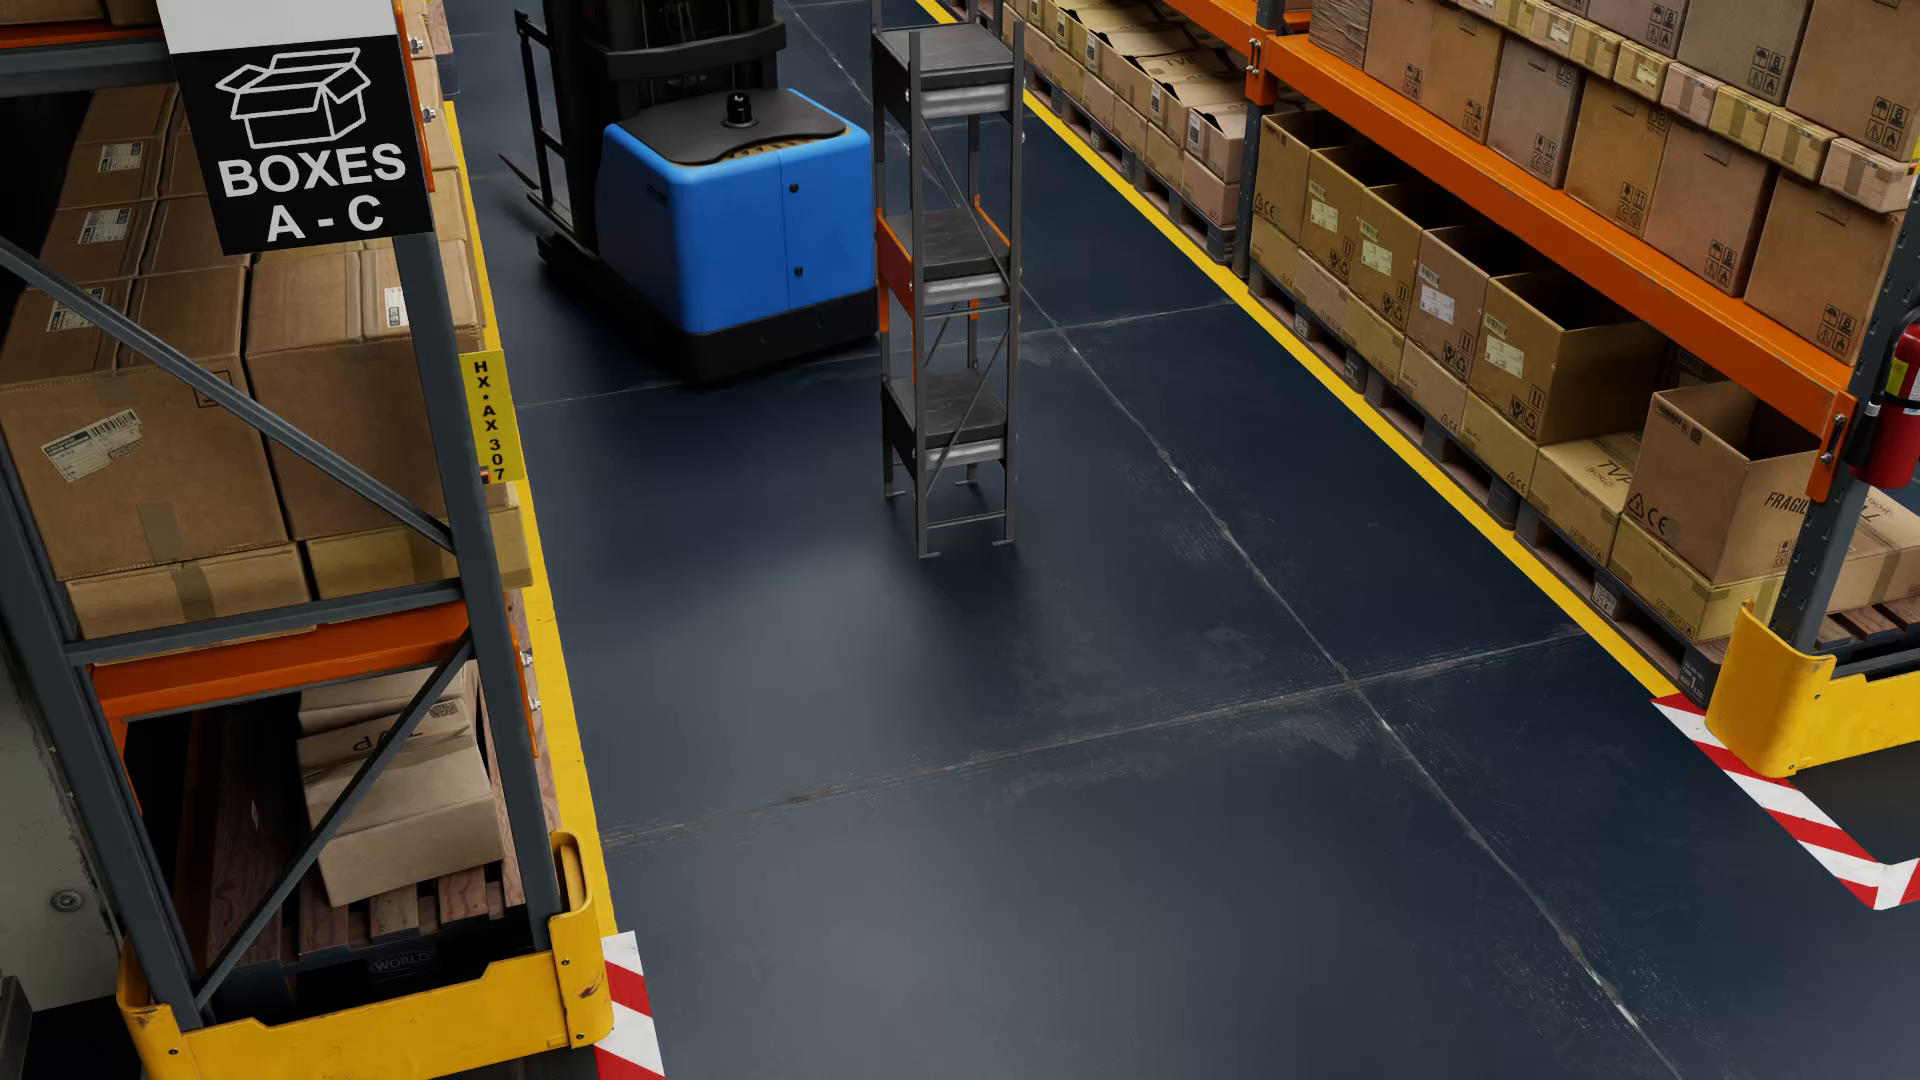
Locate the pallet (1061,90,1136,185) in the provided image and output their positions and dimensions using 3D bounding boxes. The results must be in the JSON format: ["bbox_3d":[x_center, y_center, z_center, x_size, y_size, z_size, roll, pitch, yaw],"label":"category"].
[{"bbox_3d":[1.314,-2.607,10.504,1.003,0.211,1.213,-10,35,-15],"label":"pallet"}]

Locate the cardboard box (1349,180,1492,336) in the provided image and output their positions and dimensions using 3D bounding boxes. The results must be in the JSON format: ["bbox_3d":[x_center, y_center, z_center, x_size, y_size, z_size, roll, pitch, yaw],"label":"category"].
[{"bbox_3d":[2.100,-1.268,7.382,0.500,0.500,0.500,-10,35,-15],"label":"cardboard box"}]

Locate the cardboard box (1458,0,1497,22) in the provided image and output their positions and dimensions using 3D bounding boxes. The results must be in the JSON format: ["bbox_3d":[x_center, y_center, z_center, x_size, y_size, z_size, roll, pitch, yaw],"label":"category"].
[{"bbox_3d":[2.246,-2.211,6.697,0.380,0.149,0.250,-11,35,-16],"label":"cardboard box"}]

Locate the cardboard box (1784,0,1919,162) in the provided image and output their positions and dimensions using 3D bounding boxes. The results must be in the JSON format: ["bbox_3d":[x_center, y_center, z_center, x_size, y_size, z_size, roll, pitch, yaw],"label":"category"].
[{"bbox_3d":[3.025,-1.506,5.041,0.700,0.500,0.500,-10,35,-15],"label":"cardboard box"}]

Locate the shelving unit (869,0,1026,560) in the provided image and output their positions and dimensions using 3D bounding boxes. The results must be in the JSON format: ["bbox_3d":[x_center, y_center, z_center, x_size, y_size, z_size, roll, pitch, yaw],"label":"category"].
[{"bbox_3d":[-0.050,-0.963,6.303,0.431,2.100,0.503,-10,35,-15],"label":"shelving unit"}]

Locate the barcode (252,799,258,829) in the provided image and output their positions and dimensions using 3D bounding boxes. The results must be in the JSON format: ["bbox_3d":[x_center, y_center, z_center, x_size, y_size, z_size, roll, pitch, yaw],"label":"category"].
[{"bbox_3d":[-2.057,0.800,4.850,0.001,0.075,0.075,-10,35,-15],"label":"barcode"}]

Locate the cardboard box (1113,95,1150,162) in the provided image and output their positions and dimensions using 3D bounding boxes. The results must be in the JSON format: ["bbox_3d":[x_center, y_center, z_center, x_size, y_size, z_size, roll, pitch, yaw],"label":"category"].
[{"bbox_3d":[1.240,-2.480,9.895,0.500,0.250,0.500,-9,35,-14],"label":"cardboard box"}]

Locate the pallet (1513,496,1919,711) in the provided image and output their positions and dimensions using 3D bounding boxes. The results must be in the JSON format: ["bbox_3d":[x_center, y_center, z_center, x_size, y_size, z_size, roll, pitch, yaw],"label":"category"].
[{"bbox_3d":[2.898,0.120,6.376,1.003,0.211,1.213,-10,35,-15],"label":"pallet"}]

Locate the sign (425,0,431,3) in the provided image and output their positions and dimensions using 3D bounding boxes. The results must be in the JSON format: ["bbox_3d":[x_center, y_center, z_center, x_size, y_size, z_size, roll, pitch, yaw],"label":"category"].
[{"bbox_3d":[-2.251,-2.370,6.831,0.100,0.325,0.005,-10,35,-15],"label":"sign"}]

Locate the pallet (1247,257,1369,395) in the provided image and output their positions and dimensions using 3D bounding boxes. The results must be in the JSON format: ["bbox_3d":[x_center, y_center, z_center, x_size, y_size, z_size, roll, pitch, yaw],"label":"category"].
[{"bbox_3d":[2.154,-1.161,8.315,1.003,0.211,1.213,-10,35,-15],"label":"pallet"}]

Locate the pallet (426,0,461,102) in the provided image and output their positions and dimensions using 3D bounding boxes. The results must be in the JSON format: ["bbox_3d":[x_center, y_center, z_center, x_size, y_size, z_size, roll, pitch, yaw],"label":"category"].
[{"bbox_3d":[-2.860,-2.259,7.622,1.003,0.211,1.213,-10,35,-15],"label":"pallet"}]

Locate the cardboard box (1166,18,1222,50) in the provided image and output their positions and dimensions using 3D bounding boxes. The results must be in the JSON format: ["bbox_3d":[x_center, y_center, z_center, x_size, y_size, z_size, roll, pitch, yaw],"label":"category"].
[{"bbox_3d":[1.592,-3.076,10.289,0.500,0.311,0.500,-9,35,-13],"label":"cardboard box"}]

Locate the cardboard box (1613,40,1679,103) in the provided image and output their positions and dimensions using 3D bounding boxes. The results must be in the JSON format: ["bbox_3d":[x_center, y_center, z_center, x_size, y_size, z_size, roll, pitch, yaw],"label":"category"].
[{"bbox_3d":[2.559,-1.671,5.879,0.380,0.149,0.250,-9,34,-13],"label":"cardboard box"}]

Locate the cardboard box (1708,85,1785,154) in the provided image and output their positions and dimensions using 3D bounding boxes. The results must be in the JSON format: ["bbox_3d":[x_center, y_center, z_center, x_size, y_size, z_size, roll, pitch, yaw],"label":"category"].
[{"bbox_3d":[2.714,-1.401,5.470,0.380,0.149,0.250,-11,35,-15],"label":"cardboard box"}]

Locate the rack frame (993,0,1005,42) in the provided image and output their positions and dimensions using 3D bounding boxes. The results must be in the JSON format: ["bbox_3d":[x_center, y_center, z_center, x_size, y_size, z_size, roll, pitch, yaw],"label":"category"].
[{"bbox_3d":[0.731,-4.849,11.367,1.000,3.000,0.127,-10,35,-15],"label":"rack frame"}]

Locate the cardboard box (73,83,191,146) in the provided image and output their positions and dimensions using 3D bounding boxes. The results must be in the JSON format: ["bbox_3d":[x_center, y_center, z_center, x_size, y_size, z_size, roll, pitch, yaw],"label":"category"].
[{"bbox_3d":[-2.351,-1.085,5.109,0.500,0.500,0.500,-10,35,-14],"label":"cardboard box"}]

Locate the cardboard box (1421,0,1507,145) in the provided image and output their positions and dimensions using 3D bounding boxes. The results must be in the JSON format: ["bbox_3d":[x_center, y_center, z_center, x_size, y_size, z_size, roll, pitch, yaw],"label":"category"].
[{"bbox_3d":[2.409,-2.018,6.993,0.700,0.500,0.500,-10,35,-14],"label":"cardboard box"}]

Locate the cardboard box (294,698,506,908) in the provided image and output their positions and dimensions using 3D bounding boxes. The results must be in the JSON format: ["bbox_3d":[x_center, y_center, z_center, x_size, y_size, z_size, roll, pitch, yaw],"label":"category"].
[{"bbox_3d":[-1.670,0.746,4.939,0.500,0.311,0.500,-14,36,-20],"label":"cardboard box"}]

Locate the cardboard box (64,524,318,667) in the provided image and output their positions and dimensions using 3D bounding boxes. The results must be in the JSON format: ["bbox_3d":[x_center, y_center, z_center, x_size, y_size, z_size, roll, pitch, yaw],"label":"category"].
[{"bbox_3d":[-1.872,0.028,4.105,0.500,0.250,0.500,-10,35,-14],"label":"cardboard box"}]

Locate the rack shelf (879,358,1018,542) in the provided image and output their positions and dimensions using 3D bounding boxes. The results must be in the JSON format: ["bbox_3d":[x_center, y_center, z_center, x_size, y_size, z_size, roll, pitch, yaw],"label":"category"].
[{"bbox_3d":[-0.050,-0.368,6.696,0.431,0.518,0.480,-10,35,-15],"label":"rack shelf"}]

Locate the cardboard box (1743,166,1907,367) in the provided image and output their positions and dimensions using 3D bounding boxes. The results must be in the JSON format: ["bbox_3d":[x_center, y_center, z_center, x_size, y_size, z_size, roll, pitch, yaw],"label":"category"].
[{"bbox_3d":[3.041,-0.937,5.357,0.700,0.500,0.500,-10,35,-15],"label":"cardboard box"}]

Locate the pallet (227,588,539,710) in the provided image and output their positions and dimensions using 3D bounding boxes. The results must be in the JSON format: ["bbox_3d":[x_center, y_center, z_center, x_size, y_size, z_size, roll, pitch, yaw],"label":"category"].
[{"bbox_3d":[-2.151,0.238,6.198,1.003,0.211,1.213,-10,35,-15],"label":"pallet"}]

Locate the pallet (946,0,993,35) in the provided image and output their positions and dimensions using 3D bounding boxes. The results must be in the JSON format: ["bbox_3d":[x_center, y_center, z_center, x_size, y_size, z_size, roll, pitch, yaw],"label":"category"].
[{"bbox_3d":[0.540,-4.084,12.738,1.003,0.211,1.213,-10,35,-15],"label":"pallet"}]

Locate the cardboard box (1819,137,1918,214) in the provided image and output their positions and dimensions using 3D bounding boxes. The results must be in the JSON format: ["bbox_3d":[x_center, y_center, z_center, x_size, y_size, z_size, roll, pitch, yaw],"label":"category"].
[{"bbox_3d":[2.874,-1.129,5.059,0.380,0.149,0.250,-11,35,-16],"label":"cardboard box"}]

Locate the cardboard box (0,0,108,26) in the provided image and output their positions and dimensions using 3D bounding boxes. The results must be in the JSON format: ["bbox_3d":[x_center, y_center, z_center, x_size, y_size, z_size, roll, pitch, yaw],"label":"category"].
[{"bbox_3d":[-1.913,-1.291,3.154,0.500,0.500,0.500,-8,34,-11],"label":"cardboard box"}]

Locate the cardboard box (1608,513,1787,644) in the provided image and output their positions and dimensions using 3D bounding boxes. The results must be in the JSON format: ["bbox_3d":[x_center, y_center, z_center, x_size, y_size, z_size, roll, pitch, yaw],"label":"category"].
[{"bbox_3d":[2.727,0.092,6.004,0.500,0.250,0.500,-10,35,-15],"label":"cardboard box"}]

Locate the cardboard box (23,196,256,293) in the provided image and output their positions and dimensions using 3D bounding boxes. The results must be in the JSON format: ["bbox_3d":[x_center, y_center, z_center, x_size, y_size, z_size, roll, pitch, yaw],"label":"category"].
[{"bbox_3d":[-2.035,-0.550,4.299,0.500,0.500,0.500,-10,35,-14],"label":"cardboard box"}]

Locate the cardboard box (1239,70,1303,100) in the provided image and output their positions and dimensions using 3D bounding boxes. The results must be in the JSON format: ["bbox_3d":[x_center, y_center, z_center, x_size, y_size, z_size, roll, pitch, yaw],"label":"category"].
[{"bbox_3d":[1.915,-2.533,9.467,0.500,0.311,0.500,-10,35,-15],"label":"cardboard box"}]

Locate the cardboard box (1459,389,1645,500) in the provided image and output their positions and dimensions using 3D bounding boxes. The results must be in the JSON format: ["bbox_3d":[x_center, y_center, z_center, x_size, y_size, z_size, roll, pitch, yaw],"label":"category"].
[{"bbox_3d":[2.408,-0.431,6.795,0.500,0.250,0.500,-10,35,-15],"label":"cardboard box"}]

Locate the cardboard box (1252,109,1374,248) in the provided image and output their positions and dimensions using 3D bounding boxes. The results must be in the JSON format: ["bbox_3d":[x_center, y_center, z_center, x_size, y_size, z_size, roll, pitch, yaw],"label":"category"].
[{"bbox_3d":[1.795,-1.793,8.176,0.500,0.500,0.500,-10,35,-15],"label":"cardboard box"}]

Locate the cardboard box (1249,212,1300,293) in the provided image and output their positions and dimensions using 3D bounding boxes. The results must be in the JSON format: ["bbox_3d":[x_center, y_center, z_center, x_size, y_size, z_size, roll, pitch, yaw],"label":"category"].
[{"bbox_3d":[1.804,-1.482,8.385,0.500,0.250,0.500,-10,35,-15],"label":"cardboard box"}]

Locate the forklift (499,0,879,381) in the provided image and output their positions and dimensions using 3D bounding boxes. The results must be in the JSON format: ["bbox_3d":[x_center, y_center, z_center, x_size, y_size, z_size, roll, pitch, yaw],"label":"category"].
[{"bbox_3d":[-1.620,-2.737,8.233,1.130,2.935,3.031,-20,38,-27],"label":"forklift"}]

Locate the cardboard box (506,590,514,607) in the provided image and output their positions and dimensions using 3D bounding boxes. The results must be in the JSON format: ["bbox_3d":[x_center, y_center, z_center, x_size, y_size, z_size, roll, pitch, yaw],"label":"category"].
[{"bbox_3d":[-2.020,-0.025,5.936,0.700,0.500,0.500,-12,35,-18],"label":"cardboard box"}]

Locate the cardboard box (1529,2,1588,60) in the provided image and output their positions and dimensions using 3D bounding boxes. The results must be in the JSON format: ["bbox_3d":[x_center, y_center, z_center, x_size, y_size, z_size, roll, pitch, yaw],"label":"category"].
[{"bbox_3d":[2.398,-1.943,6.291,0.380,0.149,0.250,-10,35,-15],"label":"cardboard box"}]

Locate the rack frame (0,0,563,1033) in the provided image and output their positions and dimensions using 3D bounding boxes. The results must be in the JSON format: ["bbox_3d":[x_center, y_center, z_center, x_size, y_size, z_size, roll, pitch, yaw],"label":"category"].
[{"bbox_3d":[-1.545,0.187,3.747,1.000,3.000,0.127,-10,35,-15],"label":"rack frame"}]

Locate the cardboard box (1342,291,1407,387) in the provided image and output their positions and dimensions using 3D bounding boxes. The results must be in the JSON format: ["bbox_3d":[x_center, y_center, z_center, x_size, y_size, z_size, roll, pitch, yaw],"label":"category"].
[{"bbox_3d":[2.099,-0.955,7.588,0.500,0.250,0.500,-10,35,-15],"label":"cardboard box"}]

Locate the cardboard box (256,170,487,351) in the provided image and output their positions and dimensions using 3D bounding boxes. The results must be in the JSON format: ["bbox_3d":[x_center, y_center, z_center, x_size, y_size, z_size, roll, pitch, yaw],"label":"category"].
[{"bbox_3d":[-1.546,-0.634,4.427,0.500,0.500,0.500,-10,35,-15],"label":"cardboard box"}]

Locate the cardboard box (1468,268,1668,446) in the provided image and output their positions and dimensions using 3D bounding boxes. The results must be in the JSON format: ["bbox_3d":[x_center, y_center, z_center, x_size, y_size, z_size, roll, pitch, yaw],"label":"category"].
[{"bbox_3d":[2.406,-0.743,6.587,0.500,0.500,0.500,-10,35,-15],"label":"cardboard box"}]

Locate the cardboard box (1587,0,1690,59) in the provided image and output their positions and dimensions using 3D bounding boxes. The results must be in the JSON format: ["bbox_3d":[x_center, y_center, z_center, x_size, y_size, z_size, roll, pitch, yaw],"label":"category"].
[{"bbox_3d":[2.705,-2.046,5.858,0.700,0.500,0.500,-10,35,-15],"label":"cardboard box"}]

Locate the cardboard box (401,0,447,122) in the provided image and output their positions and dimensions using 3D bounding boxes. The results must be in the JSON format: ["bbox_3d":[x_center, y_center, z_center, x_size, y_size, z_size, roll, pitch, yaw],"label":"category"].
[{"bbox_3d":[-2.169,-1.715,6.062,0.500,0.500,0.500,-10,35,-15],"label":"cardboard box"}]

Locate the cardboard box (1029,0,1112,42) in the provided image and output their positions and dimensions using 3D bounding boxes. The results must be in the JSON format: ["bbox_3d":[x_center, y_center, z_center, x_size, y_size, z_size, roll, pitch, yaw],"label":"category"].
[{"bbox_3d":[0.780,-3.512,10.948,0.500,0.311,0.500,-11,35,-16],"label":"cardboard box"}]

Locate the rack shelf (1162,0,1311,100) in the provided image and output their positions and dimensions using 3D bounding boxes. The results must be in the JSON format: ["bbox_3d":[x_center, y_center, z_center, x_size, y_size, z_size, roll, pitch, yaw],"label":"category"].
[{"bbox_3d":[1.341,-3.498,9.976,1.077,0.370,4.000,-10,35,-15],"label":"rack shelf"}]

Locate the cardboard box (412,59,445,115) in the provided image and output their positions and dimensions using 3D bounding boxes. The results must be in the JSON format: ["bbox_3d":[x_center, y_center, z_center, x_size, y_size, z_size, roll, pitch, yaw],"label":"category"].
[{"bbox_3d":[-1.866,-1.176,5.246,0.500,0.500,0.500,-9,34,-13],"label":"cardboard box"}]

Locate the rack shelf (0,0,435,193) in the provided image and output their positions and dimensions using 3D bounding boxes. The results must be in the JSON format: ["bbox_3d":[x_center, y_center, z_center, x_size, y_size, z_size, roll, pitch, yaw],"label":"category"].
[{"bbox_3d":[-2.155,-1.815,4.707,1.077,0.370,4.000,-10,35,-15],"label":"rack shelf"}]

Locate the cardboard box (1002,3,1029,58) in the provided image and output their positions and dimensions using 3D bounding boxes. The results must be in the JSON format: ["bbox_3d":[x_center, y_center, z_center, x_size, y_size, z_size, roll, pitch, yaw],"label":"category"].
[{"bbox_3d":[0.611,-3.552,11.518,0.500,0.250,0.500,-10,35,-15],"label":"cardboard box"}]

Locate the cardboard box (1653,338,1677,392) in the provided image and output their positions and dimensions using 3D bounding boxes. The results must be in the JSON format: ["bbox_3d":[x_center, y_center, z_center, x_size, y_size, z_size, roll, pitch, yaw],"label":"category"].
[{"bbox_3d":[2.901,-0.831,6.720,0.500,0.500,0.500,-10,35,-15],"label":"cardboard box"}]

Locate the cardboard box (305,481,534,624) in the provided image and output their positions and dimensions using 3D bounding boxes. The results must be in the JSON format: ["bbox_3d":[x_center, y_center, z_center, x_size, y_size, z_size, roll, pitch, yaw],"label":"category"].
[{"bbox_3d":[-1.391,-0.069,4.251,0.500,0.250,0.500,-11,35,-16],"label":"cardboard box"}]

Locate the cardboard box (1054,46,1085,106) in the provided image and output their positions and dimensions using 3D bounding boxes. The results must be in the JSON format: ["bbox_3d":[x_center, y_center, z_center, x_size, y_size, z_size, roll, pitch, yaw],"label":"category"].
[{"bbox_3d":[0.930,-3.017,10.708,0.500,0.250,0.500,-11,35,-16],"label":"cardboard box"}]

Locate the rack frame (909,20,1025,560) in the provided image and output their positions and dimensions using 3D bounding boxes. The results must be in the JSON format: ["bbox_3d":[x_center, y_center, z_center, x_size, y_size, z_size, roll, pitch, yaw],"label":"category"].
[{"bbox_3d":[0.024,-0.835,6.109,0.400,2.100,0.015,-10,35,-15],"label":"rack frame"}]

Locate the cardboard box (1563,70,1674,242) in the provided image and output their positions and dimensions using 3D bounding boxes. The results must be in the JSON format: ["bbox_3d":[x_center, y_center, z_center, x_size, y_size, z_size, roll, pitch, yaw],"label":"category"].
[{"bbox_3d":[2.731,-1.474,6.169,0.700,0.500,0.500,-10,35,-14],"label":"cardboard box"}]

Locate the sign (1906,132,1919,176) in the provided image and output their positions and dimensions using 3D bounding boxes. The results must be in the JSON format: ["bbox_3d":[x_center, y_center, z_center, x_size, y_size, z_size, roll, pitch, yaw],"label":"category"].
[{"bbox_3d":[2.651,-1.146,4.499,0.100,0.325,0.005,-10,35,-15],"label":"sign"}]

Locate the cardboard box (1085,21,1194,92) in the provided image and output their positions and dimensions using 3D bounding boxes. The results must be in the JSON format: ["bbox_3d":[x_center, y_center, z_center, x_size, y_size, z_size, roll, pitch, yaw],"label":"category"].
[{"bbox_3d":[1.090,-2.974,10.134,0.500,0.311,0.500,-10,35,-15],"label":"cardboard box"}]

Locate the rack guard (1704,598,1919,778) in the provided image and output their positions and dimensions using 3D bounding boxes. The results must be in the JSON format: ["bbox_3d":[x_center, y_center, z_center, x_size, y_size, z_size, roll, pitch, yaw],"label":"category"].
[{"bbox_3d":[3.179,0.407,5.681,1.175,0.500,0.348,-10,35,-15],"label":"rack guard"}]

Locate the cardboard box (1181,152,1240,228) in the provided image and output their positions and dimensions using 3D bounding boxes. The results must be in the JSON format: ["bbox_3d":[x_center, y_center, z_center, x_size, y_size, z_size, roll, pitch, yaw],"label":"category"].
[{"bbox_3d":[1.549,-1.946,9.087,0.500,0.250,0.500,-10,35,-15],"label":"cardboard box"}]

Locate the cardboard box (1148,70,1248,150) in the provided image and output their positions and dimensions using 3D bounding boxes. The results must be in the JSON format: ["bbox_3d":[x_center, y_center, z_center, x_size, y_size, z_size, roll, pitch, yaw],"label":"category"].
[{"bbox_3d":[1.390,-2.447,9.337,0.500,0.311,0.500,-9,35,-13],"label":"cardboard box"}]

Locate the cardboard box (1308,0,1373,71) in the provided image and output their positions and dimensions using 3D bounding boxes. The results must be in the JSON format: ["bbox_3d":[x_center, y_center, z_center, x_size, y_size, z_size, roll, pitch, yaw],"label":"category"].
[{"bbox_3d":[2.093,-2.558,7.810,0.700,0.500,0.500,-11,35,-16],"label":"cardboard box"}]
